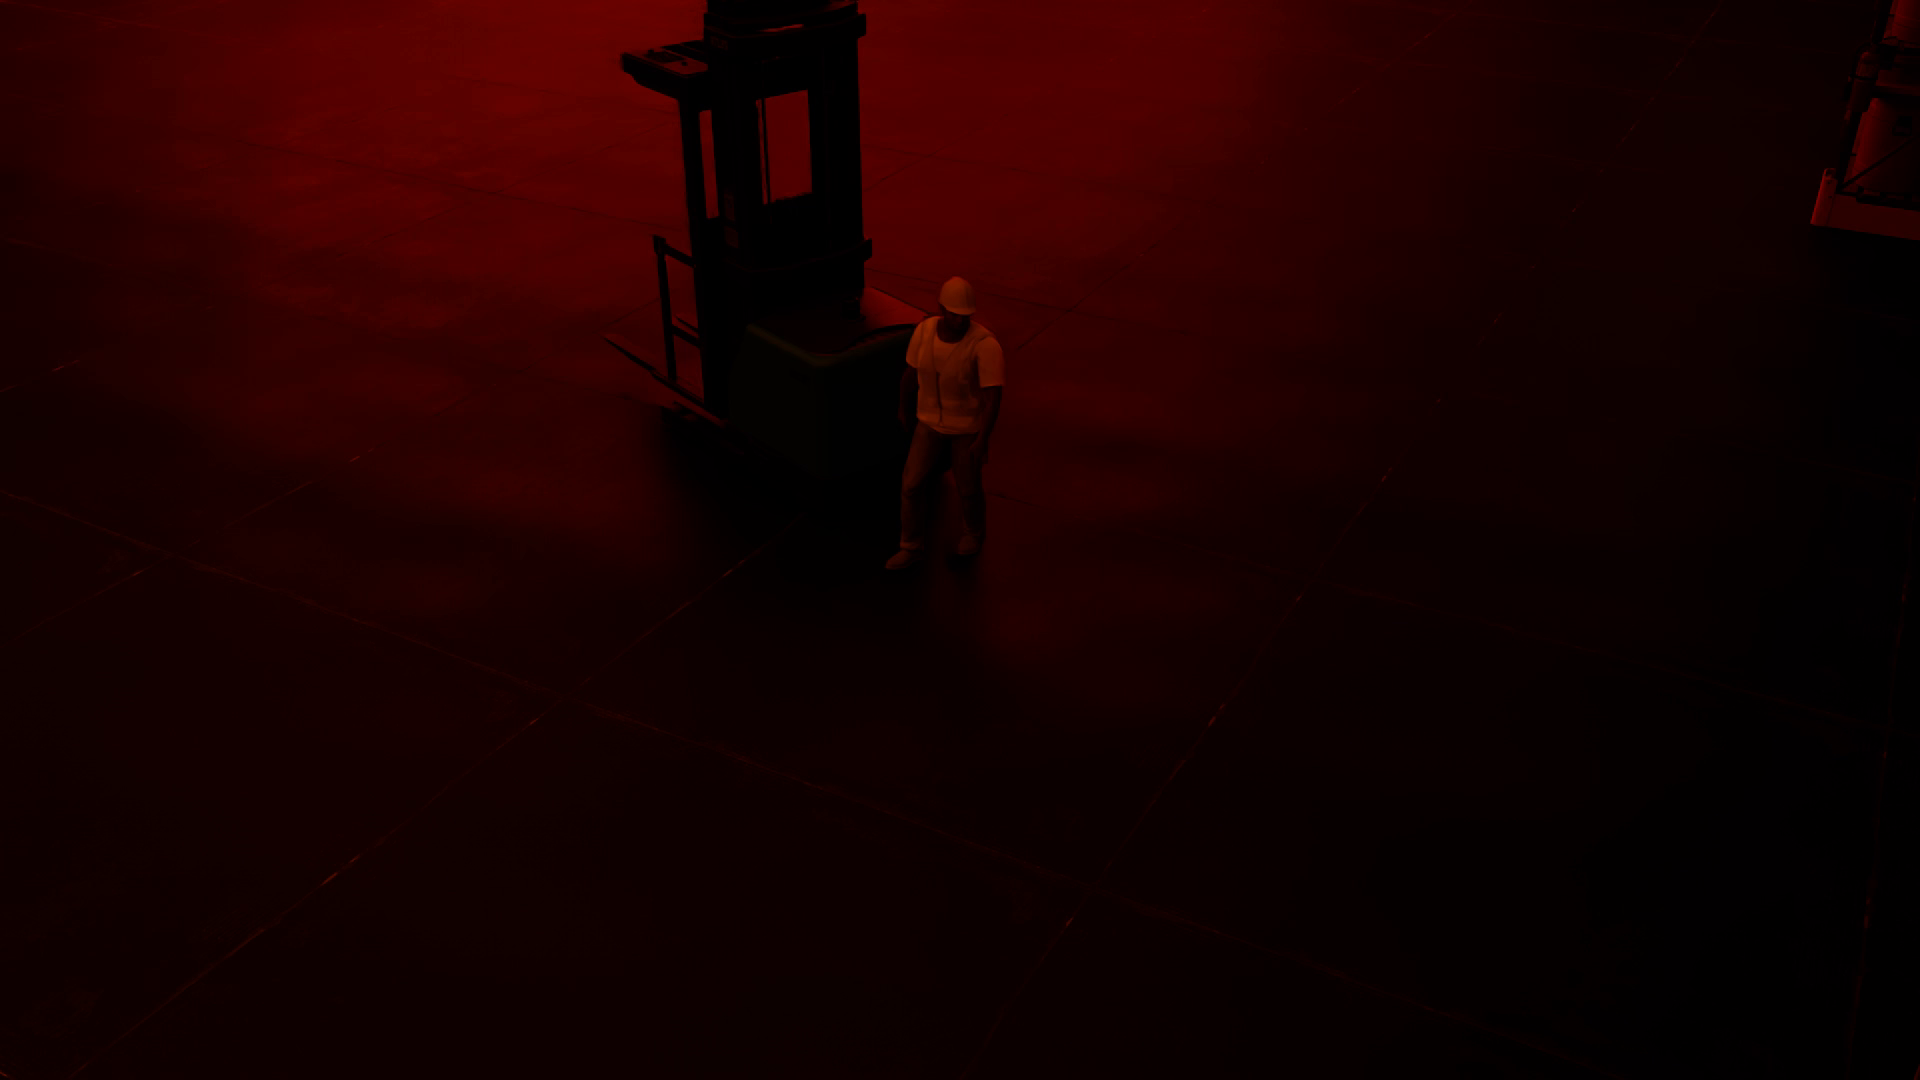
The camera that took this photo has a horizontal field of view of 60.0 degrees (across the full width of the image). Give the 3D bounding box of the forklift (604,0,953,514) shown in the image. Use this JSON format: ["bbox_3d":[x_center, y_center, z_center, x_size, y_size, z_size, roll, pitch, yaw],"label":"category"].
[{"bbox_3d":[-1.377,-2.094,10.699,1.130,2.935,3.031,-23,37,-34],"label":"forklift"}]

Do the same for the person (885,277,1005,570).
[{"bbox_3d":[-0.096,-0.641,9.393,0.708,1.740,0.702,13,32,21],"label":"person"}]
